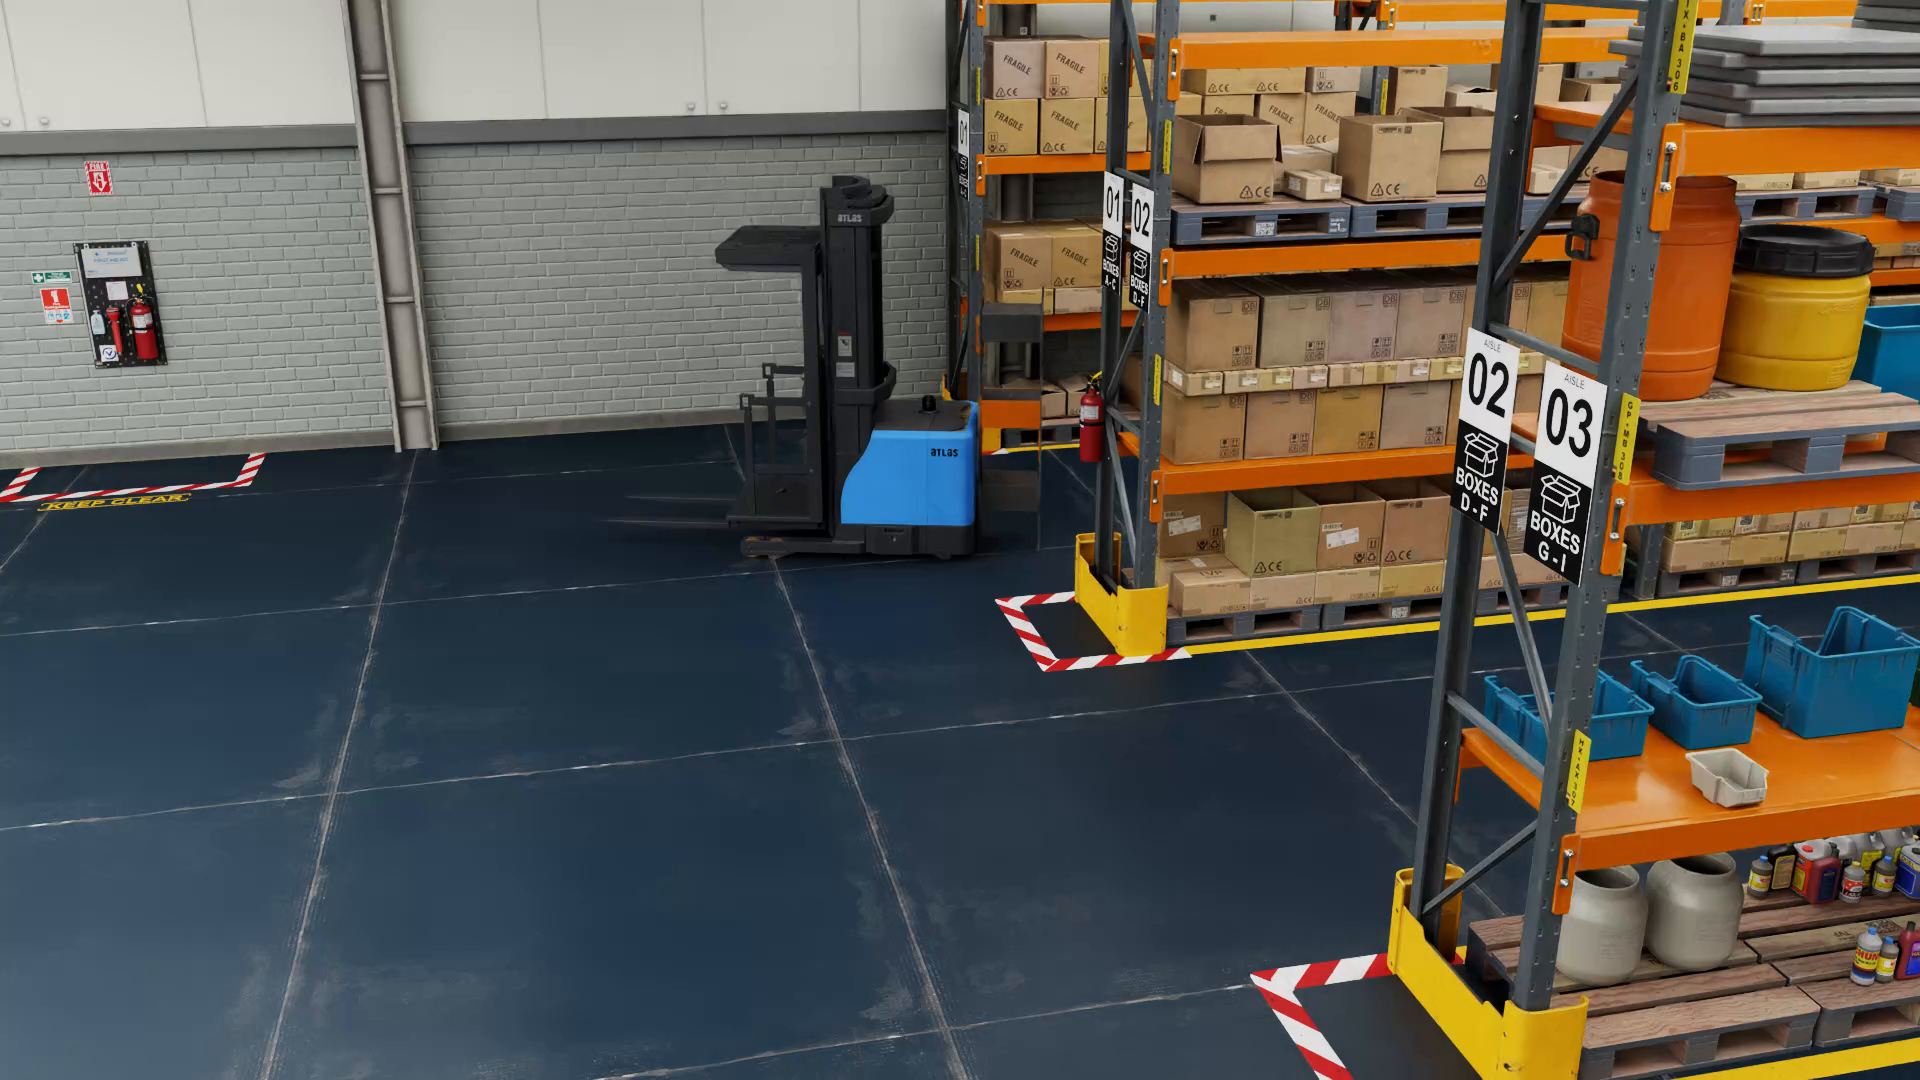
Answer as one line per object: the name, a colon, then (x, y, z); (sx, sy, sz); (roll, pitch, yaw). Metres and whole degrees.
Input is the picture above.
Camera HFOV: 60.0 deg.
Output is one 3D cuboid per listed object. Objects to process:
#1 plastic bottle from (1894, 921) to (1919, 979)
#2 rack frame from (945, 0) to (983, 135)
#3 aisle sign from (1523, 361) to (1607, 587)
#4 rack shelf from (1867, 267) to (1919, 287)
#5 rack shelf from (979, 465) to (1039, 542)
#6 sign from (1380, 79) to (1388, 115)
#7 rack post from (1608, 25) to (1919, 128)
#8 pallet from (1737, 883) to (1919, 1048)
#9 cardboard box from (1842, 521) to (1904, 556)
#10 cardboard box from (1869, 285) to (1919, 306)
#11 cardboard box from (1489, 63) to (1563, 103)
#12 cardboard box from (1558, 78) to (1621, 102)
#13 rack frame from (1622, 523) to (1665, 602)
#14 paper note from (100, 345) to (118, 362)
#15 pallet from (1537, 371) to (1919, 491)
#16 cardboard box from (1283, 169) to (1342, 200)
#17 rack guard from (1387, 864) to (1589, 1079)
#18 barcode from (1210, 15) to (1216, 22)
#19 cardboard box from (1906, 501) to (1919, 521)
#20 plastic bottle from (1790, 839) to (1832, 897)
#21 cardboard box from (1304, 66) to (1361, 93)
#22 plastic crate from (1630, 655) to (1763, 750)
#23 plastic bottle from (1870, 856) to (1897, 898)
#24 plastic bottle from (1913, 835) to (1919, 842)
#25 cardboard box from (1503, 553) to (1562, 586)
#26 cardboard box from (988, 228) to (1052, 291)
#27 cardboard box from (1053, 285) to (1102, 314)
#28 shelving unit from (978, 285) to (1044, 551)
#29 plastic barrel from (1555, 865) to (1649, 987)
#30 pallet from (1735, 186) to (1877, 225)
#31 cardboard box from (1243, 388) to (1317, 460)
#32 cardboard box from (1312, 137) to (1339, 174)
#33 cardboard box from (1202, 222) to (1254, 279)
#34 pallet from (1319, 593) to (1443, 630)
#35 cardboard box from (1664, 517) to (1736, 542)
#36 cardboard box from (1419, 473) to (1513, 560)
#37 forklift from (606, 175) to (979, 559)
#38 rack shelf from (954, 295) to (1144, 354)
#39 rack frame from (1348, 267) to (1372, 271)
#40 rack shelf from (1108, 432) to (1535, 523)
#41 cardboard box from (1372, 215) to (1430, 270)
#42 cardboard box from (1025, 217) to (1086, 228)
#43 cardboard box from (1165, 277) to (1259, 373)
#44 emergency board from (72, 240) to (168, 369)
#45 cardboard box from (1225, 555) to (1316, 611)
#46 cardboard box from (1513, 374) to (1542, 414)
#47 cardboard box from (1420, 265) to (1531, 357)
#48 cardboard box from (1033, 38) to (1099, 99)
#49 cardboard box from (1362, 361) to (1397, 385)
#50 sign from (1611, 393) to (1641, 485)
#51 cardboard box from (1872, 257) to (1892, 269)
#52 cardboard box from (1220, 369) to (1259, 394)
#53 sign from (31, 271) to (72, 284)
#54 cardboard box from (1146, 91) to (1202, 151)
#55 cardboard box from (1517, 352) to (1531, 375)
plastic bottle: (4.376, 1.877, 7.638); (0.133, 0.283, 0.061); (-4, 21, -12)
rack frame: (0.035, -5.274, 15.128); (0.127, 3.000, 1.000); (-5, 21, -12)
aisle sign: (2.312, -0.257, 6.377); (0.004, 0.787, 0.394); (-5, 21, -12)
rack shelf: (9.767, -2.910, 18.445); (4.000, 0.370, 1.077); (-5, 21, -12)
rack shelf: (0.409, -0.299, 13.654); (0.480, 0.518, 0.431); (1, 20, 3)
sign: (4.060, -4.244, 15.926); (0.005, 0.325, 0.100); (-5, 21, -12)
rack post: (3.080, -1.740, 6.209); (0.954, 0.300, 0.937); (-2, 20, -7)
pallet: (4.355, 1.989, 8.077); (1.213, 0.211, 1.003); (-5, 21, -12)
cardboard box: (7.017, -0.092, 13.093); (0.500, 0.250, 0.500); (-4, 21, -11)
cardboard box: (10.246, -2.428, 18.597); (0.750, 0.750, 0.750); (-4, 20, -11)
cardboard box: (5.679, -4.540, 16.731); (0.500, 0.500, 0.500); (-5, 21, -14)
cardboard box: (6.538, -4.485, 17.156); (0.637, 0.503, 0.797); (-2, 20, -5)
rack frame: (5.071, -1.115, 12.499); (0.127, 3.000, 1.000); (-5, 21, -12)
paper note: (-7.923, -1.739, 15.483); (0.142, 0.148, 0.016); (-5, 21, -12)
pallet: (3.143, -0.493, 6.713); (1.213, 0.211, 1.003); (-5, 21, -12)
cardboard box: (2.364, -2.386, 11.159); (0.250, 0.149, 0.380); (-5, 21, -12)
rack guard: (2.378, 2.011, 7.597); (0.348, 0.500, 1.175); (-5, 21, -12)
barcode: (2.476, -5.108, 16.274); (0.075, 0.075, 0.001); (-5, 21, -12)
cardboard box: (7.515, -0.395, 13.104); (0.500, 0.311, 0.500); (-5, 21, -13)
plastic bottle: (4.253, 1.629, 8.327); (0.135, 0.276, 0.152); (-4, 21, -12)
cardboard box: (3.503, -4.577, 15.960); (0.500, 0.500, 0.500); (-6, 21, -17)
plastic crate: (3.366, 0.740, 7.650); (0.408, 0.251, 0.499); (-5, 21, -12)
plastic bottle: (4.619, 1.676, 8.308); (0.097, 0.201, 0.097); (0, 20, 0)
plastic bottle: (4.862, 1.605, 8.502); (0.097, 0.201, 0.097); (0, 20, 0)
cardboard box: (4.182, 0.125, 12.501); (0.500, 0.250, 0.500); (-5, 21, -12)
cardboard box: (0.569, -2.685, 15.882); (0.500, 0.500, 0.500); (-5, 21, -12)
cardboard box: (1.085, -2.374, 16.123); (0.500, 0.250, 0.500); (-5, 21, -14)
shelving unit: (0.409, -0.969, 13.409); (0.503, 2.100, 0.431); (1, 20, 3)
plastic barrel: (2.938, 1.753, 7.675); (0.421, 0.512, 0.421); (0, 20, 0)
pallet: (5.927, -2.508, 12.218); (1.217, 0.209, 0.805); (-5, 21, -15)
cardboard box: (2.146, -0.922, 11.824); (0.500, 0.500, 0.700); (-4, 21, -11)
cardboard box: (2.780, -2.652, 11.647); (0.500, 0.311, 0.500); (-2, 20, -6)
cardboard box: (2.562, -2.846, 16.321); (0.500, 0.500, 0.500); (-5, 21, -14)
pallet: (3.098, 0.341, 12.578); (1.213, 0.211, 1.003); (-5, 21, -12)
cardboard box: (5.531, -0.234, 12.665); (0.500, 0.311, 0.500); (-5, 21, -12)
cardboard box: (3.695, -0.187, 12.262); (0.500, 0.500, 0.500); (-5, 21, -12)
forklift: (-1.363, -1.404, 13.385); (3.031, 2.935, 1.130); (1, 20, 4)
rack shelf: (1.982, -2.277, 16.716); (4.000, 0.370, 1.077); (-5, 21, -12)
rack frame: (3.928, -2.773, 17.025); (0.127, 3.000, 1.000); (-5, 21, -12)
rack shelf: (3.125, -0.619, 12.190); (4.000, 0.370, 1.077); (-5, 21, -12)
cardboard box: (4.431, -3.056, 17.011); (0.500, 0.500, 0.700); (-5, 21, -12)
cardboard box: (0.937, -2.893, 16.449); (0.500, 0.500, 0.500); (-4, 21, -12)
cardboard box: (1.688, -1.492, 11.495); (0.500, 0.500, 0.700); (-5, 21, -12)
emergency board: (-7.735, -2.144, 15.306); (0.643, 1.169, 0.194); (-5, 21, -12)
cardboard box: (2.238, 0.286, 12.059); (0.500, 0.250, 0.500); (-5, 21, -12)
cardboard box: (4.129, -1.081, 12.260); (0.500, 0.500, 0.700); (-5, 21, -13)
cardboard box: (3.662, -1.655, 11.939); (0.500, 0.500, 0.700); (-5, 21, -12)
cardboard box: (0.966, -4.363, 15.375); (0.500, 0.500, 0.500); (-5, 21, -13)
cardboard box: (2.863, -1.212, 11.674); (0.250, 0.149, 0.380); (-5, 21, -13)
sign: (2.437, -0.369, 6.086); (0.005, 0.325, 0.100); (-5, 21, -12)
cardboard box: (9.942, -3.073, 18.180); (0.250, 0.149, 0.380); (-4, 20, -11)
cardboard box: (1.867, -1.131, 11.453); (0.250, 0.149, 0.380); (-5, 21, -14)
sign: (-8.291, -2.398, 15.177); (0.331, 0.109, 0.001); (-5, 21, -12)
cardboard box: (1.970, -3.987, 15.802); (0.500, 0.500, 0.500); (-3, 20, -9)
cardboard box: (3.865, -1.294, 11.897); (0.250, 0.149, 0.380); (-5, 21, -13)
